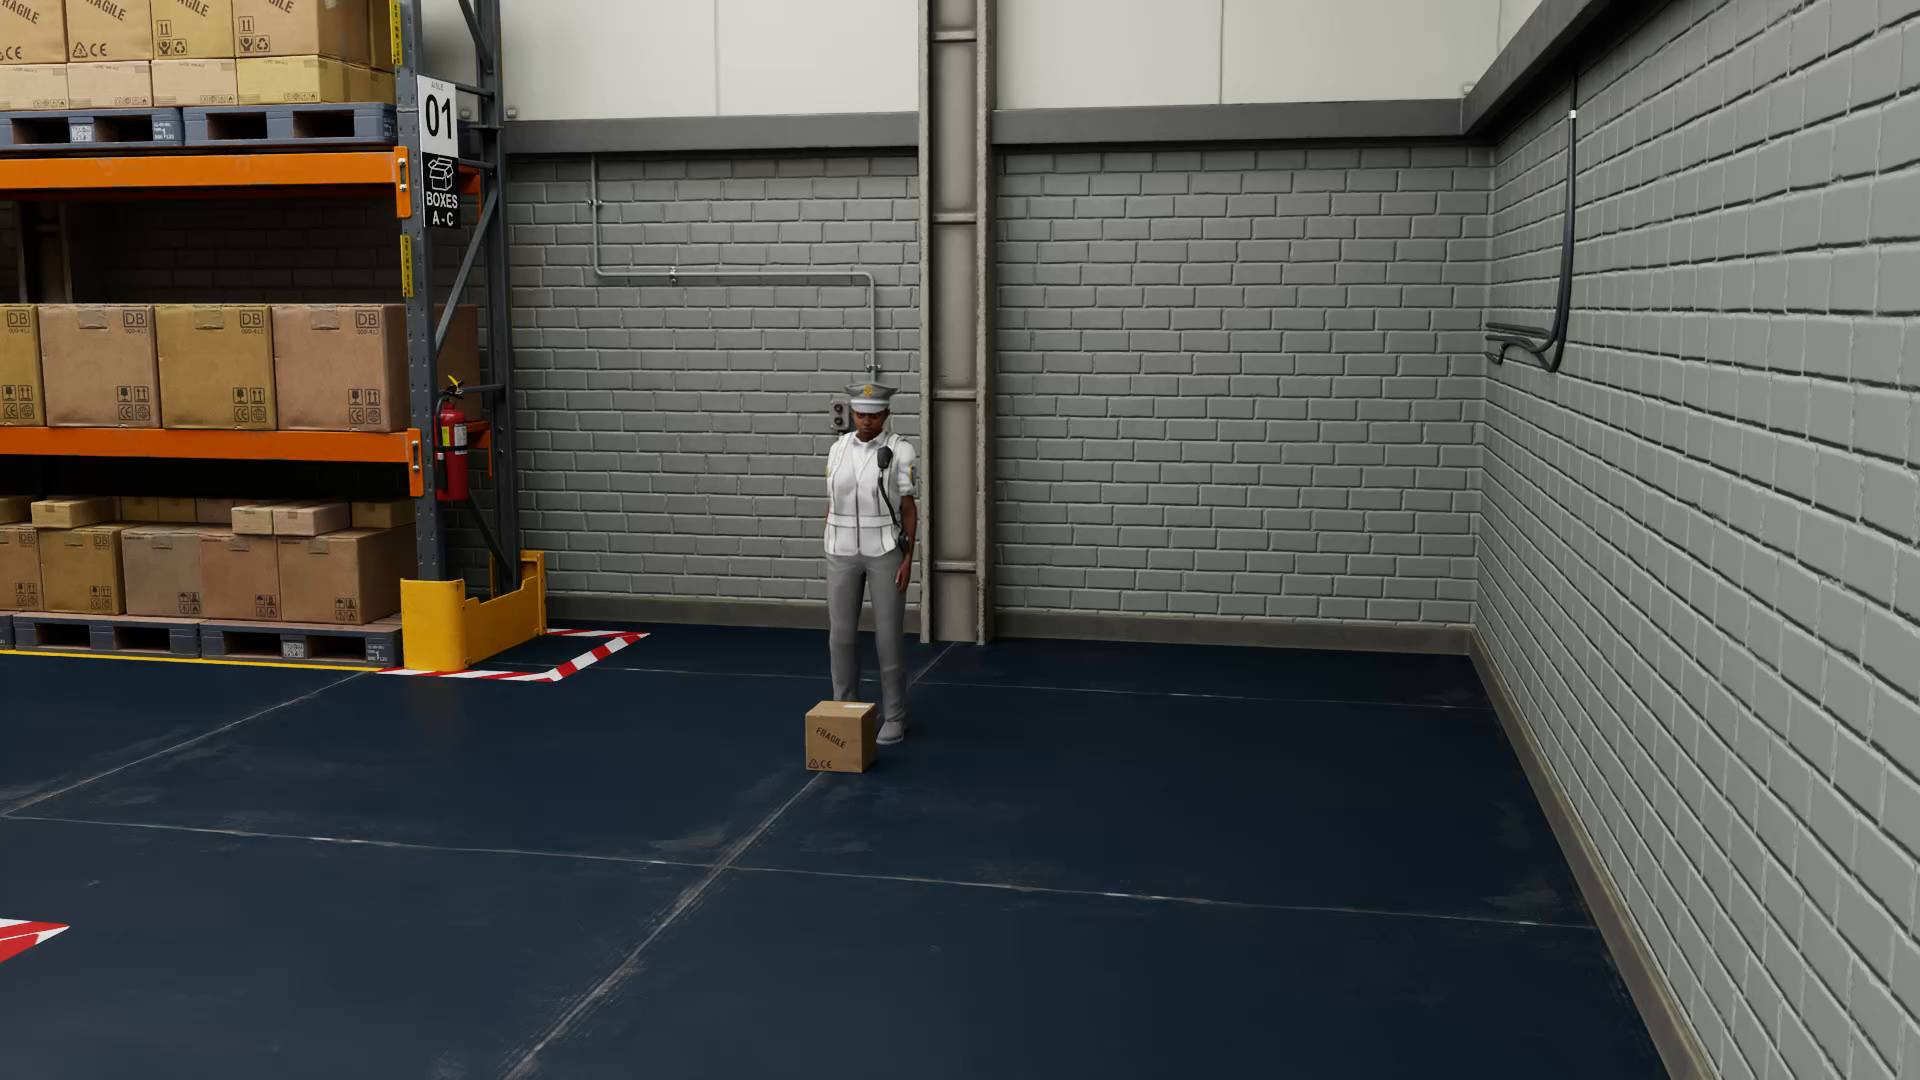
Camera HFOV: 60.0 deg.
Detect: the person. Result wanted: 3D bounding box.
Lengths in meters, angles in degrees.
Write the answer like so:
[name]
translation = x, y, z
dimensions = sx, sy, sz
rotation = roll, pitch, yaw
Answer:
[person]
translation = -0.412, 0.104, 7.642
dimensions = 0.438, 1.659, 0.341
rotation = 2, 8, 12
